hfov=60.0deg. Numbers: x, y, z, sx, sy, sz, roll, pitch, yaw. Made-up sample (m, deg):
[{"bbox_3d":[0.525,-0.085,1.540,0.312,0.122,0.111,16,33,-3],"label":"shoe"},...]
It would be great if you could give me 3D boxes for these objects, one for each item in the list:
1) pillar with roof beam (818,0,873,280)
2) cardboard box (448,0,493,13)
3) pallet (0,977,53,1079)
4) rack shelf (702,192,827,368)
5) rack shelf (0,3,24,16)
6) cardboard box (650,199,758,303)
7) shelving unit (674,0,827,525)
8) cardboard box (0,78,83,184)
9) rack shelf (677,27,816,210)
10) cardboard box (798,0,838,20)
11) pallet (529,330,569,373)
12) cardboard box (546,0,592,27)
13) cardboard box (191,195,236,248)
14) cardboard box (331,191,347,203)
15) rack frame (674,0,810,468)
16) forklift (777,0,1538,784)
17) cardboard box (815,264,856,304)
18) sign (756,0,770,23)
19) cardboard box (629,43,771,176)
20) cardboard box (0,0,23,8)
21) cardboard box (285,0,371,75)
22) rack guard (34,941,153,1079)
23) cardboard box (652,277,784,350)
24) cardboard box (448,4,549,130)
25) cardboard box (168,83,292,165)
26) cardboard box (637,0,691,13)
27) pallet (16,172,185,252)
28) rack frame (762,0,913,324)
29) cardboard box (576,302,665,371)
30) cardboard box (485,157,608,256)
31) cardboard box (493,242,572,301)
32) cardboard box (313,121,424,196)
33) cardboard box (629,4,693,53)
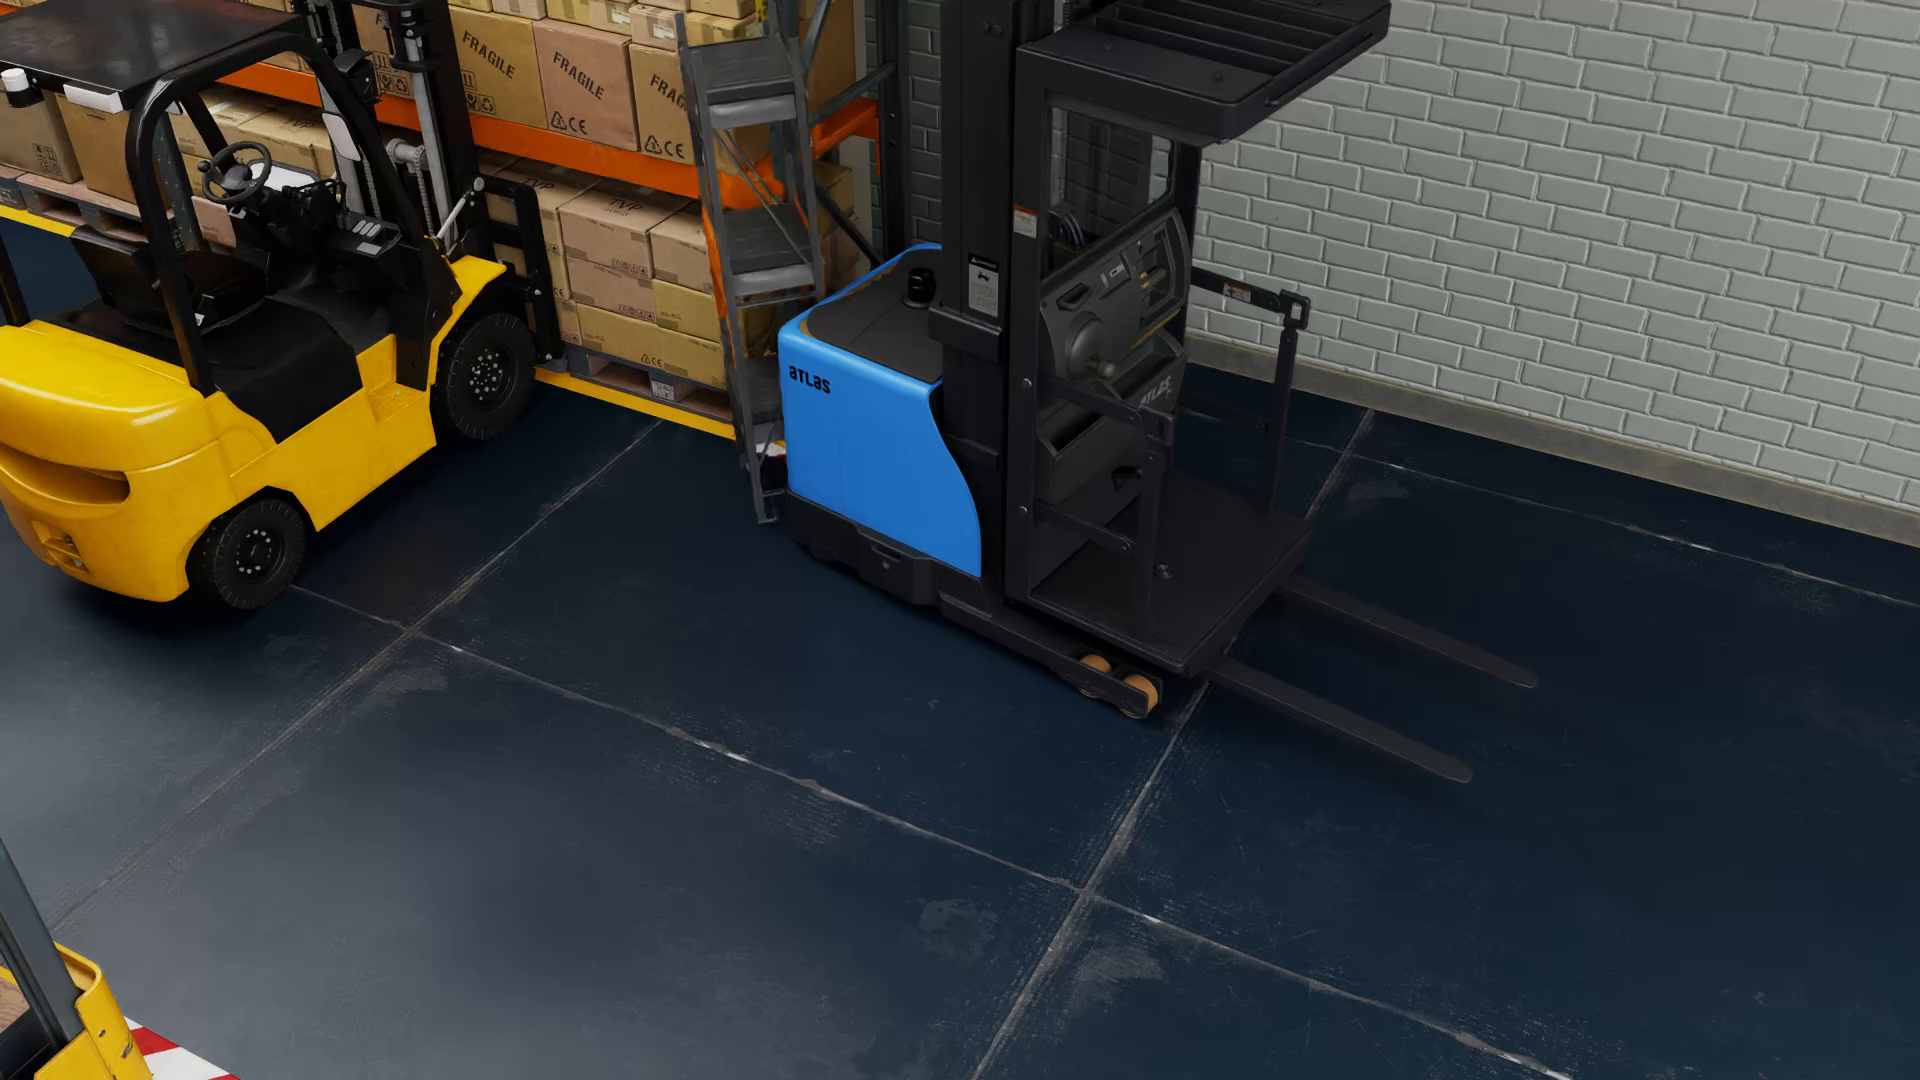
[{"bbox_3d":[-2.698,-2.685,3.345,0.400,9.000,9.100,17,41,21],"label":"pillar with roof beam"},{"bbox_3d":[-2.101,-2.517,7.466,0.250,0.149,0.380,18,41,22],"label":"cardboard box"},{"bbox_3d":[-3.566,1.581,4.993,1.213,0.211,1.003,17,41,21],"label":"pallet"},{"bbox_3d":[-0.806,-1.089,6.942,0.431,0.518,0.480,-11,36,-11],"label":"rack shelf"},{"bbox_3d":[-5.842,-3.311,9.727,4.000,0.370,1.077,17,41,21],"label":"rack shelf"},{"bbox_3d":[-1.066,-1.361,7.661,0.500,0.250,0.500,19,41,23],"label":"cardboard box"},{"bbox_3d":[-0.807,-1.101,6.934,0.431,2.100,0.503,-11,36,-11],"label":"shelving unit"},{"bbox_3d":[-5.220,-2.622,9.840,0.625,0.625,0.875,17,40,21],"label":"cardboard box"},{"bbox_3d":[-0.840,-1.662,6.540,0.431,0.518,0.480,-11,36,-11],"label":"rack shelf"},{"bbox_3d":[-0.696,-2.461,7.393,0.250,0.149,0.380,16,40,20],"label":"cardboard box"},{"bbox_3d":[-2.292,-1.349,8.853,1.213,0.211,1.003,17,41,21],"label":"pallet"},{"bbox_3d":[-1.609,-2.409,7.323,0.250,0.149,0.380,17,40,21],"label":"cardboard box"},{"bbox_3d":[-3.789,-1.802,9.069,0.500,0.250,0.500,18,41,22],"label":"cardboard box"},{"bbox_3d":[-2.889,-1.728,8.559,0.500,0.250,0.500,17,40,21],"label":"cardboard box"},{"bbox_3d":[-0.871,-1.233,7.128,0.400,2.100,0.015,-11,36,-11],"label":"rack frame"},{"bbox_3d":[0.742,-0.854,5.951,3.031,2.935,1.130,24,43,28],"label":"forklift"},{"bbox_3d":[-0.860,-1.243,8.334,0.500,0.250,0.500,18,41,22],"label":"cardboard box"},{"bbox_3d":[-0.776,-2.198,6.511,0.005,0.325,0.100,17,41,21],"label":"sign"},{"bbox_3d":[-1.072,-1.965,7.276,0.500,0.500,0.500,16,40,21],"label":"cardboard box"},{"bbox_3d":[-5.083,-3.119,9.002,0.500,0.250,0.500,17,40,21],"label":"cardboard box"},{"bbox_3d":[-2.872,-2.542,8.035,0.500,0.500,0.500,17,40,21],"label":"cardboard box"},{"bbox_3d":[-2.861,1.711,4.583,0.348,0.500,1.175,17,41,21],"label":"rack guard"},{"bbox_3d":[-1.090,-1.168,7.822,0.500,0.250,0.500,17,40,21],"label":"cardboard box"},{"bbox_3d":[-1.983,-2.257,7.660,0.500,0.500,0.500,17,40,21],"label":"cardboard box"},{"bbox_3d":[-3.781,-2.209,8.779,0.500,0.250,0.500,17,40,21],"label":"cardboard box"},{"bbox_3d":[-1.162,-2.385,7.045,0.250,0.149,0.380,17,41,22],"label":"cardboard box"},{"bbox_3d":[-4.738,-2.115,9.862,1.213,0.211,1.003,17,41,21],"label":"pallet"},{"bbox_3d":[-0.514,-1.930,7.311,0.127,3.000,1.000,17,41,21],"label":"rack frame"},{"bbox_3d":[-1.514,-1.106,8.153,0.500,0.250,0.500,17,41,21],"label":"cardboard box"},{"bbox_3d":[-1.975,-1.634,8.022,0.500,0.250,0.500,18,41,22],"label":"cardboard box"},{"bbox_3d":[-1.999,-1.446,8.187,0.500,0.250,0.500,16,40,20],"label":"cardboard box"},{"bbox_3d":[-2.884,-1.929,8.411,0.500,0.250,0.500,19,41,23],"label":"cardboard box"},{"bbox_3d":[-1.191,-2.229,7.086,0.250,0.149,0.380,18,41,22],"label":"cardboard box"}]
